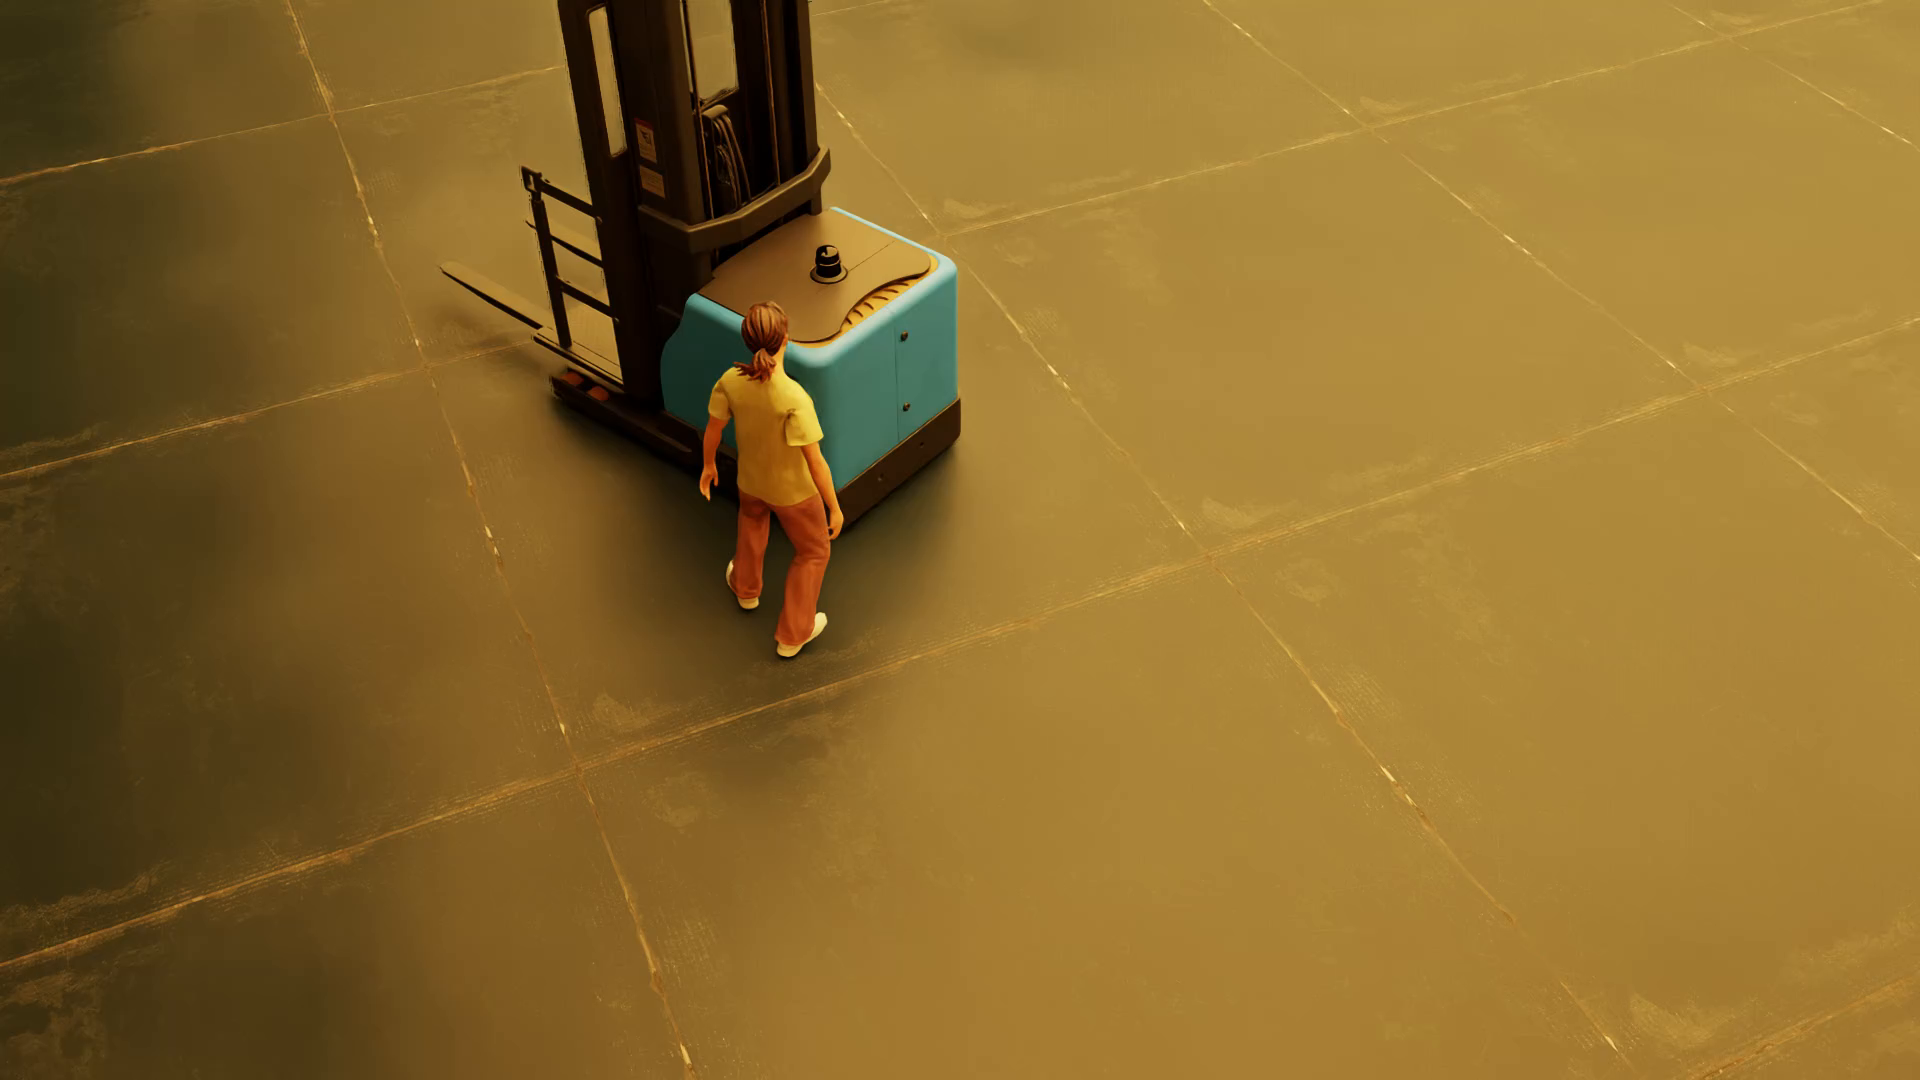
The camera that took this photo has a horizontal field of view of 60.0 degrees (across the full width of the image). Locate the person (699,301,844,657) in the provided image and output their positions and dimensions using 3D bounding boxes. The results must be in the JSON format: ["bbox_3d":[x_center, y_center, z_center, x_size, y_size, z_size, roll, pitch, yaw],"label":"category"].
[{"bbox_3d":[-0.788,-0.234,6.895,0.803,1.645,0.396,23,48,23],"label":"person"}]

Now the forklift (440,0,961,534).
[{"bbox_3d":[-1.463,-1.940,7.759,3.031,2.935,1.130,29,50,27],"label":"forklift"}]
